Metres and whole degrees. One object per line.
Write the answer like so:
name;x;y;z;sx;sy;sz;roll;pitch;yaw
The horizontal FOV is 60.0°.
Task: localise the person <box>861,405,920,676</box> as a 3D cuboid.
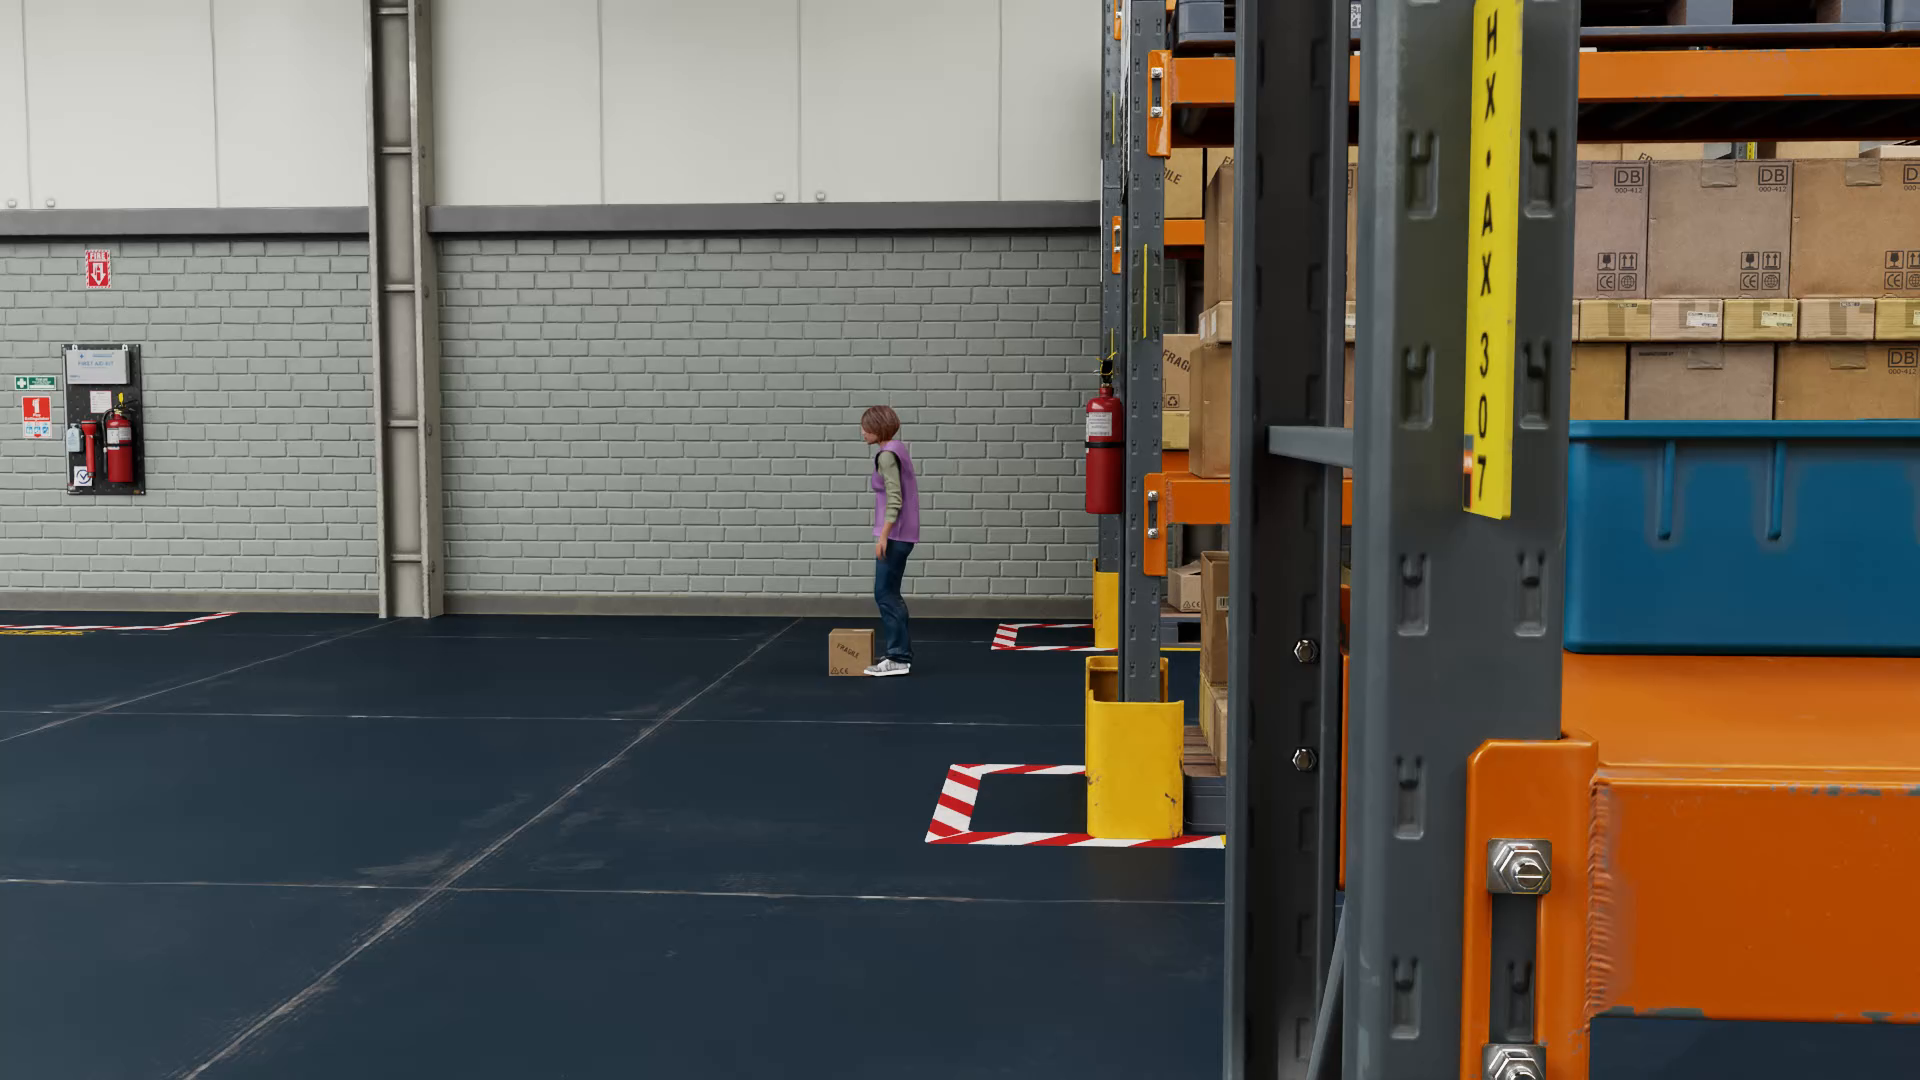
person;-0.408;0.001;9.853;0.343;1.593;0.481;0;4;1
